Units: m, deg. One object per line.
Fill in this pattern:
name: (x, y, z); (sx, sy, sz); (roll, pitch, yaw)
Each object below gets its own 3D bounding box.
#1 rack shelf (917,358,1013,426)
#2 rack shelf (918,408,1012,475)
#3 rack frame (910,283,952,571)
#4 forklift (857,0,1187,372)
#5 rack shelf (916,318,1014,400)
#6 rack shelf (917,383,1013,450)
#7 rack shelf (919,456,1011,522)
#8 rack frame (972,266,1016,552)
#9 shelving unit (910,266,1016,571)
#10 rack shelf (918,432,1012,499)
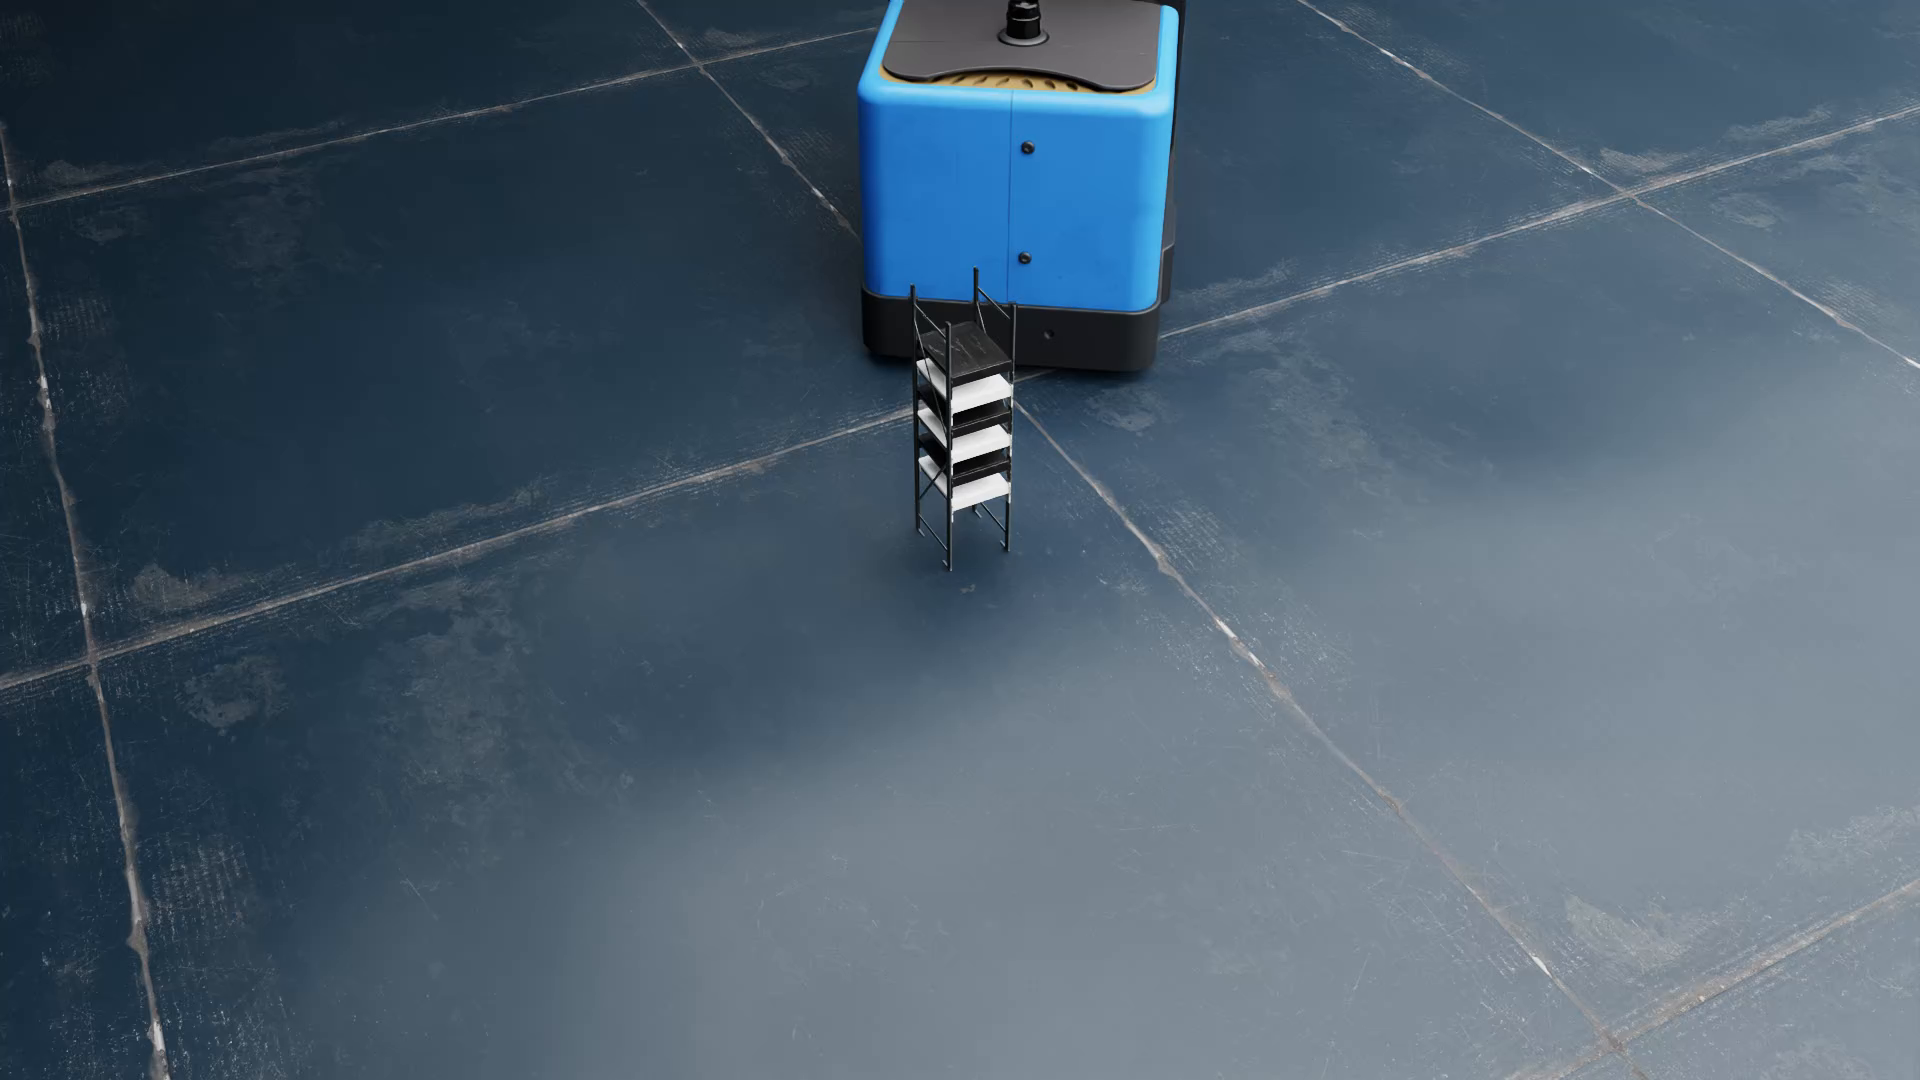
rack shelf: (0.007, -0.458, 4.867); (0.200, 0.077, 0.258); (-19, 44, -21)
rack shelf: (0.007, -0.320, 4.984); (0.200, 0.077, 0.258); (-19, 44, -21)
rack frame: (-0.083, -0.316, 4.926); (0.006, 0.900, 0.240); (-19, 44, -21)
forklift: (0.344, -2.657, 6.120); (1.130, 2.935, 3.031); (5, 40, 5)
rack shelf: (0.007, -0.527, 4.809); (0.200, 0.077, 0.258); (-19, 44, -21)
rack shelf: (0.007, -0.389, 4.925); (0.200, 0.077, 0.258); (-19, 44, -21)
rack shelf: (0.007, -0.183, 5.100); (0.200, 0.077, 0.258); (-19, 44, -21)
rack frame: (0.097, -0.376, 4.998); (0.006, 0.900, 0.240); (-19, 44, -21)
shelving unit: (0.007, -0.346, 4.962); (0.210, 0.900, 0.258); (-19, 44, -21)
rack shelf: (0.007, -0.252, 5.042); (0.200, 0.077, 0.258); (-19, 44, -21)
